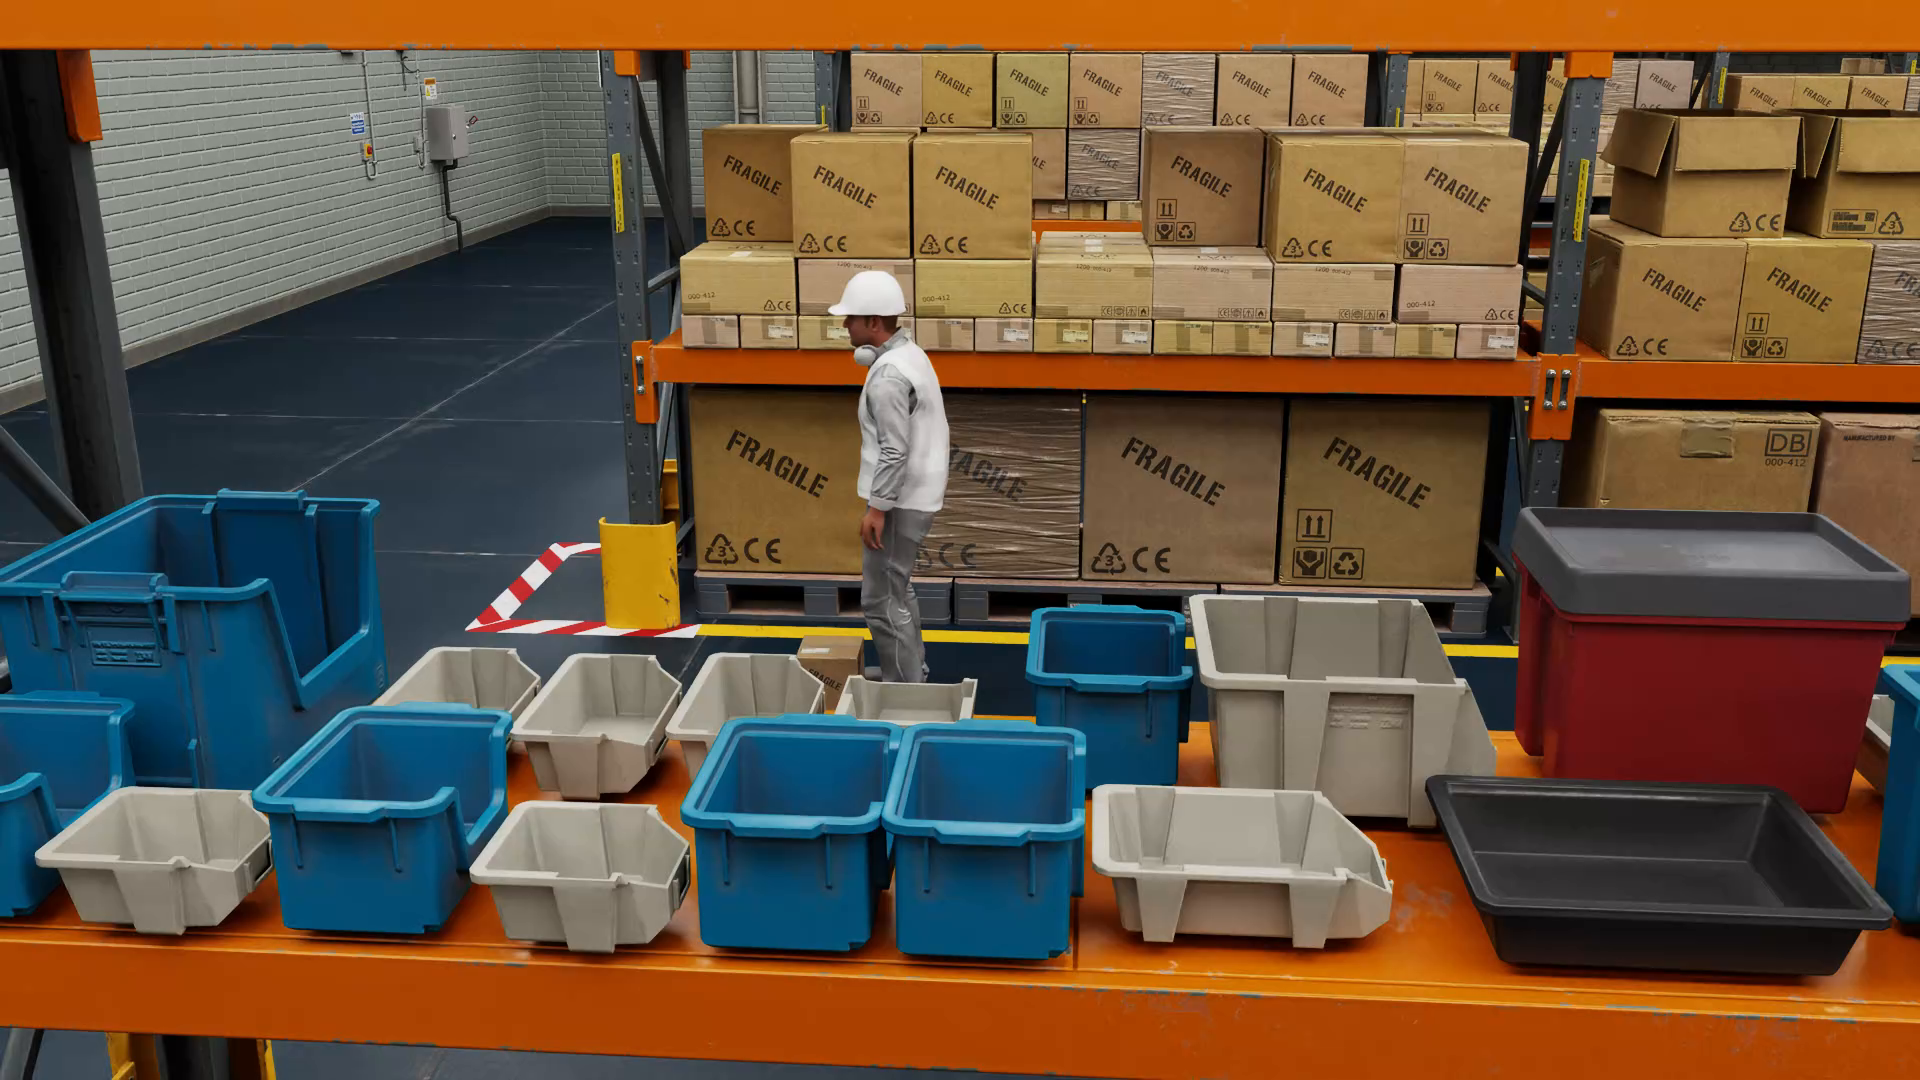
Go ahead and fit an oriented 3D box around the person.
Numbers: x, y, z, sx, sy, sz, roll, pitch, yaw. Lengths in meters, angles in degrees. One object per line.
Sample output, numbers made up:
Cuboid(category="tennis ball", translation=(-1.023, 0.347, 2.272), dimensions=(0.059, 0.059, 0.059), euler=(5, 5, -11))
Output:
Cuboid(category="person", translation=(-0.266, -0.173, 6.560), dimensions=(0.465, 1.770, 0.579), euler=(1, 17, 4))
